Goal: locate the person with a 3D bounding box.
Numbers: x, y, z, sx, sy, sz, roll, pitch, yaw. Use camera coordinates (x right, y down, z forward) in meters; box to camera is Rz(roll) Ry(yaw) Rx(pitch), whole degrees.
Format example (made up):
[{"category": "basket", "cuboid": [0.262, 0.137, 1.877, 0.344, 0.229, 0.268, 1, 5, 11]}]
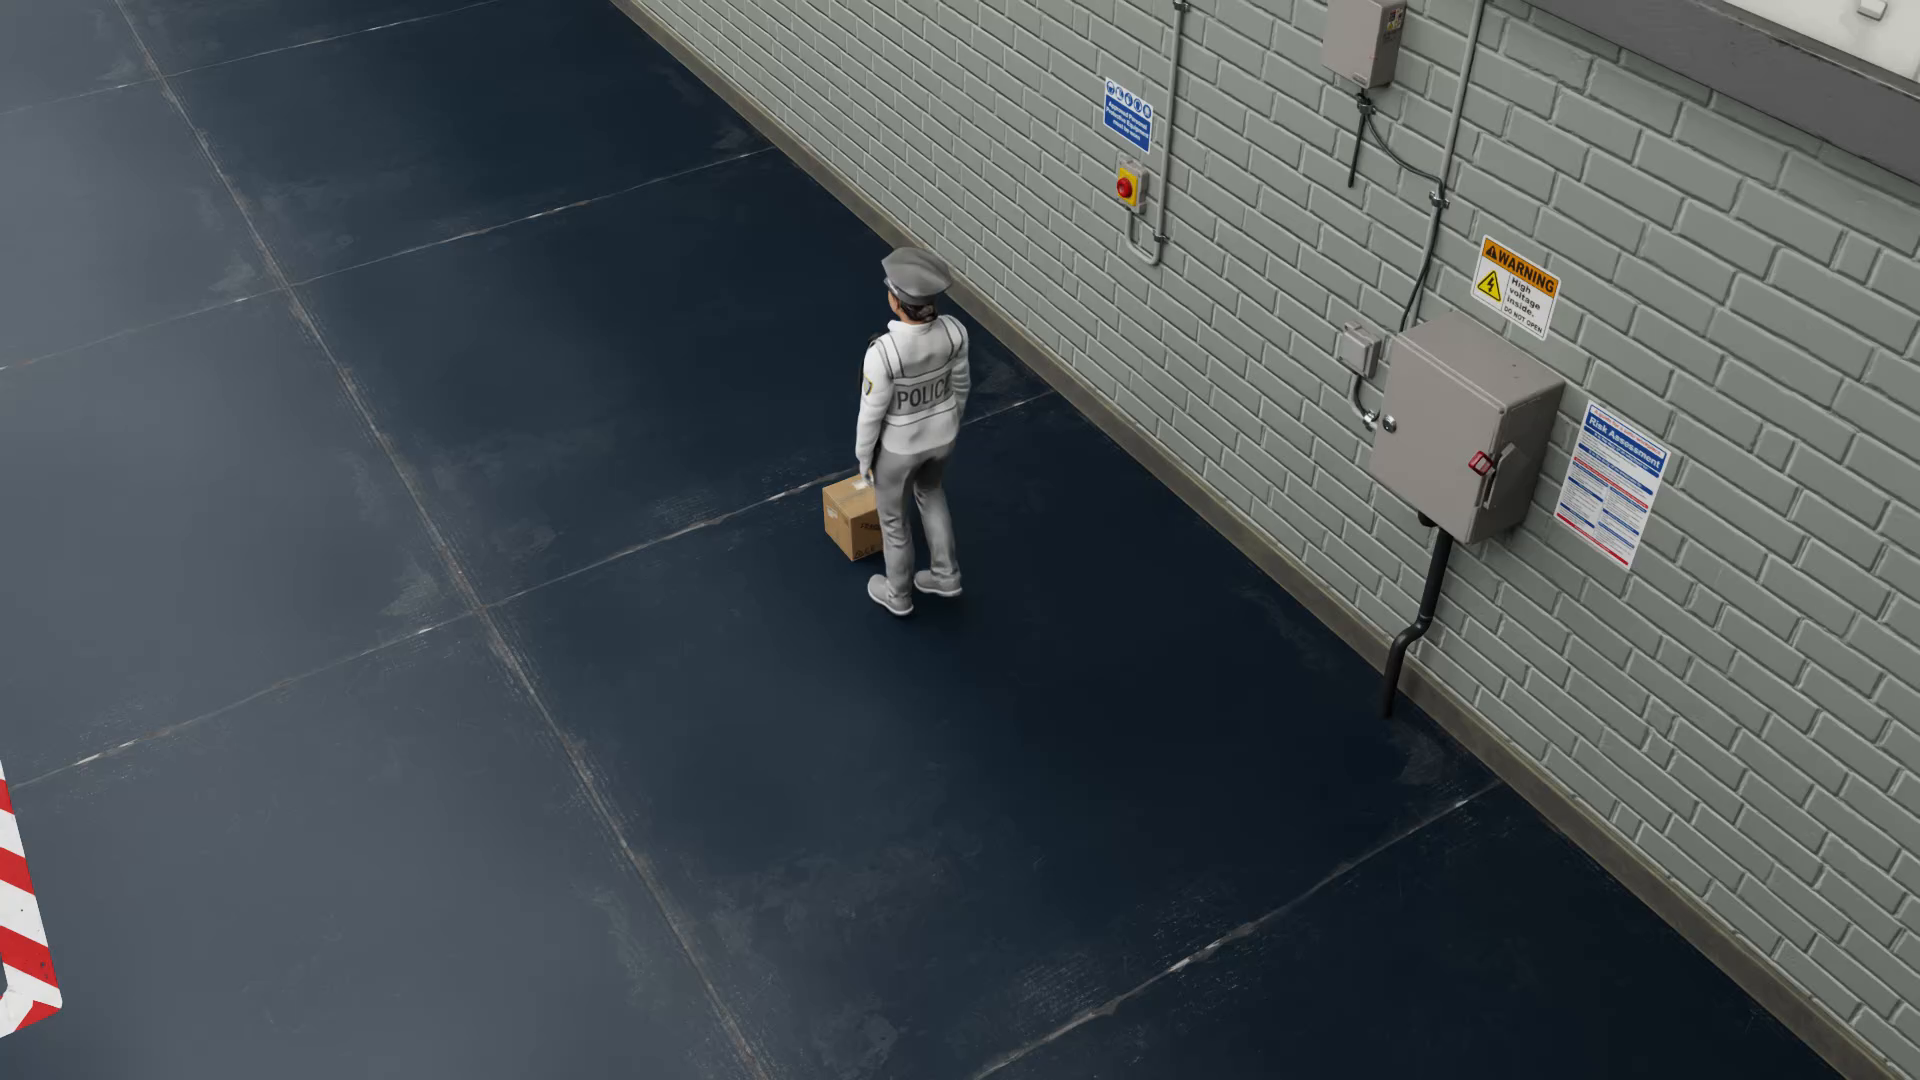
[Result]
[{"category": "person", "cuboid": [-0.186, -0.379, 6.566, 0.496, 1.689, 0.401, -22, 46, -23]}]
